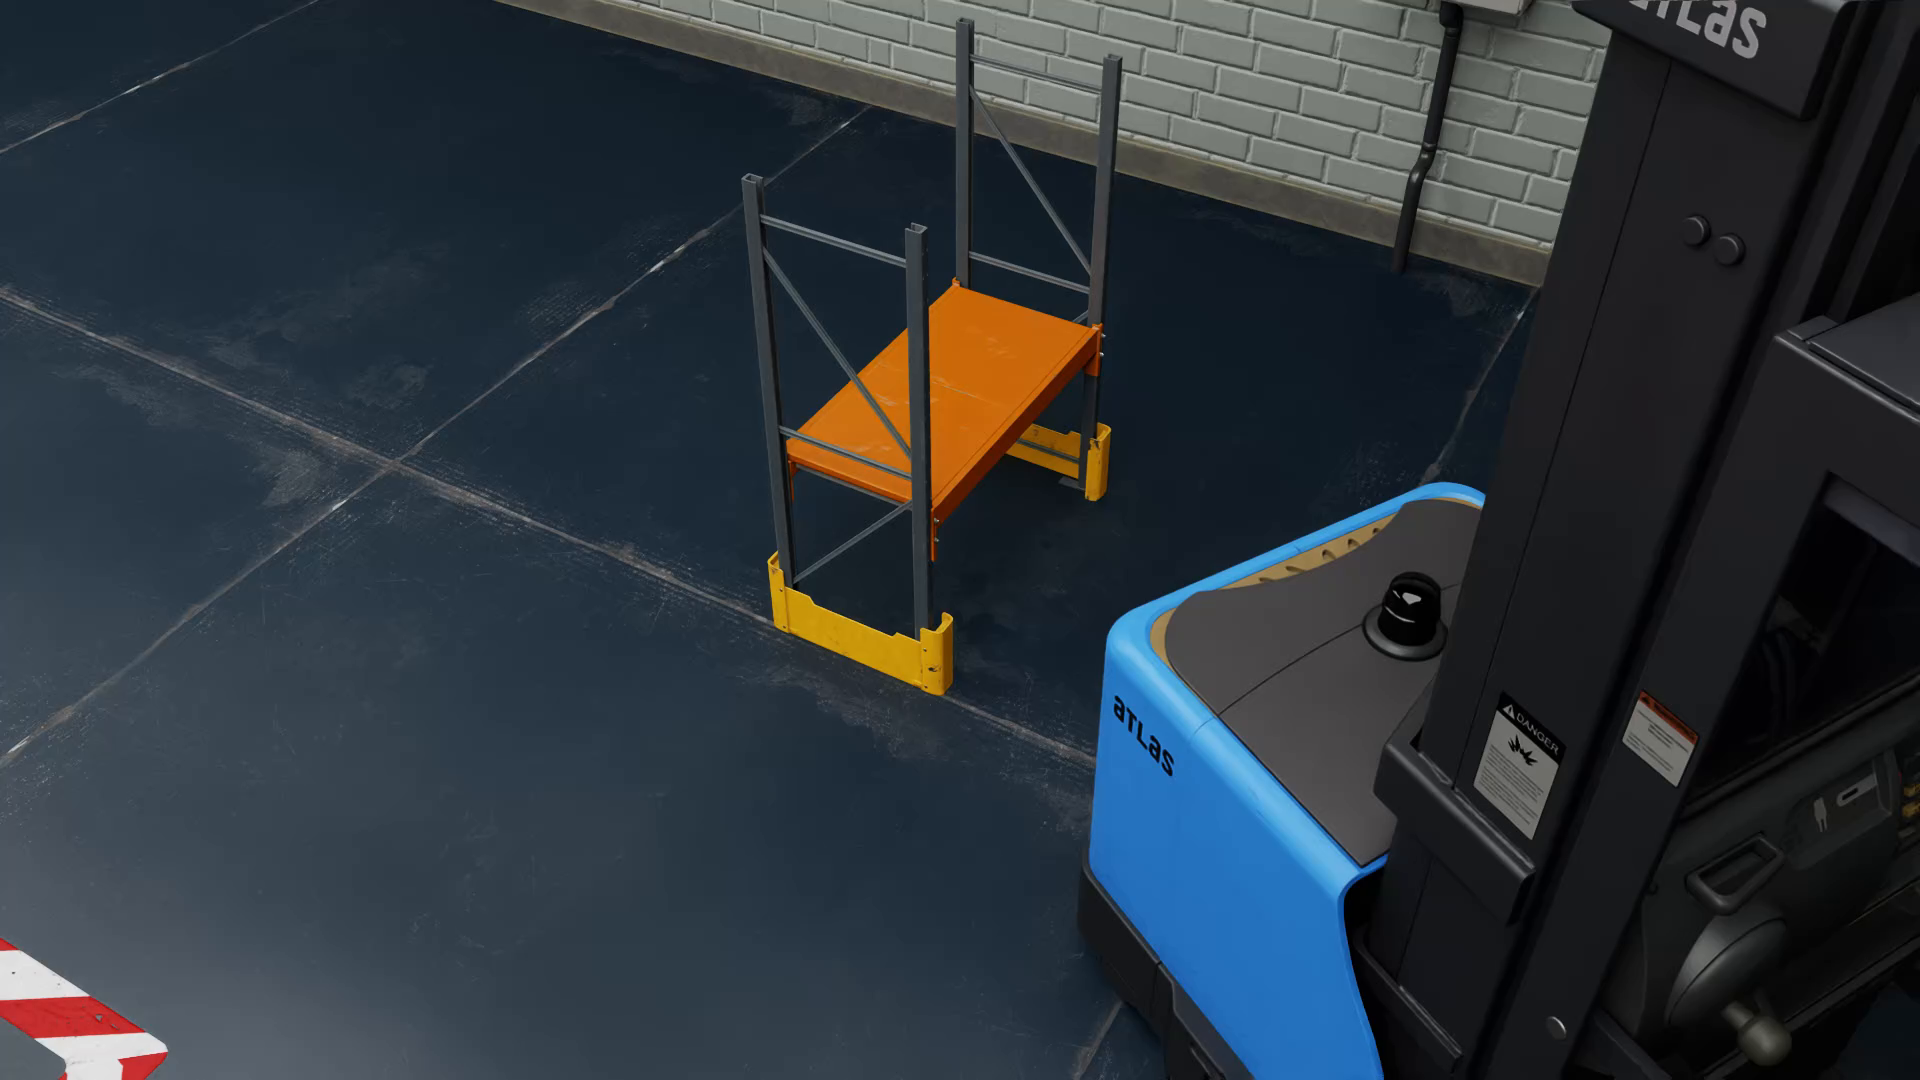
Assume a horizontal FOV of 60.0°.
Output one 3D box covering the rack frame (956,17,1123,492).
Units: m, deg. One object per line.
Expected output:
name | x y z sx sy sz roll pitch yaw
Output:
rack frame | 0.212 -0.805 5.029 0.500 1.500 0.032 21 45 22

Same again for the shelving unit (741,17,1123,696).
shelving unit | -0.038 -0.519 4.705 0.587 1.500 1.083 21 45 22

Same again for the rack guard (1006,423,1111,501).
rack guard | 0.211 -0.335 5.441 0.587 0.250 0.087 21 45 22

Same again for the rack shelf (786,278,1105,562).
rack shelf | -0.043 -0.379 4.818 0.538 0.185 1.000 21 45 22

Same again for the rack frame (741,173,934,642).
rack frame | -0.297 -0.223 4.369 0.500 1.500 0.032 21 45 22

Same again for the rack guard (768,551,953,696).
rack guard | -0.287 0.235 4.794 0.587 0.250 0.087 21 45 22

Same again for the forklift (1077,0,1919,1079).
forklift | 1.466 0.551 2.406 1.130 2.935 3.031 -21 46 -22

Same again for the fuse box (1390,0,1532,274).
fuse box | 1.701 -1.661 5.841 0.539 1.711 0.414 21 45 22
